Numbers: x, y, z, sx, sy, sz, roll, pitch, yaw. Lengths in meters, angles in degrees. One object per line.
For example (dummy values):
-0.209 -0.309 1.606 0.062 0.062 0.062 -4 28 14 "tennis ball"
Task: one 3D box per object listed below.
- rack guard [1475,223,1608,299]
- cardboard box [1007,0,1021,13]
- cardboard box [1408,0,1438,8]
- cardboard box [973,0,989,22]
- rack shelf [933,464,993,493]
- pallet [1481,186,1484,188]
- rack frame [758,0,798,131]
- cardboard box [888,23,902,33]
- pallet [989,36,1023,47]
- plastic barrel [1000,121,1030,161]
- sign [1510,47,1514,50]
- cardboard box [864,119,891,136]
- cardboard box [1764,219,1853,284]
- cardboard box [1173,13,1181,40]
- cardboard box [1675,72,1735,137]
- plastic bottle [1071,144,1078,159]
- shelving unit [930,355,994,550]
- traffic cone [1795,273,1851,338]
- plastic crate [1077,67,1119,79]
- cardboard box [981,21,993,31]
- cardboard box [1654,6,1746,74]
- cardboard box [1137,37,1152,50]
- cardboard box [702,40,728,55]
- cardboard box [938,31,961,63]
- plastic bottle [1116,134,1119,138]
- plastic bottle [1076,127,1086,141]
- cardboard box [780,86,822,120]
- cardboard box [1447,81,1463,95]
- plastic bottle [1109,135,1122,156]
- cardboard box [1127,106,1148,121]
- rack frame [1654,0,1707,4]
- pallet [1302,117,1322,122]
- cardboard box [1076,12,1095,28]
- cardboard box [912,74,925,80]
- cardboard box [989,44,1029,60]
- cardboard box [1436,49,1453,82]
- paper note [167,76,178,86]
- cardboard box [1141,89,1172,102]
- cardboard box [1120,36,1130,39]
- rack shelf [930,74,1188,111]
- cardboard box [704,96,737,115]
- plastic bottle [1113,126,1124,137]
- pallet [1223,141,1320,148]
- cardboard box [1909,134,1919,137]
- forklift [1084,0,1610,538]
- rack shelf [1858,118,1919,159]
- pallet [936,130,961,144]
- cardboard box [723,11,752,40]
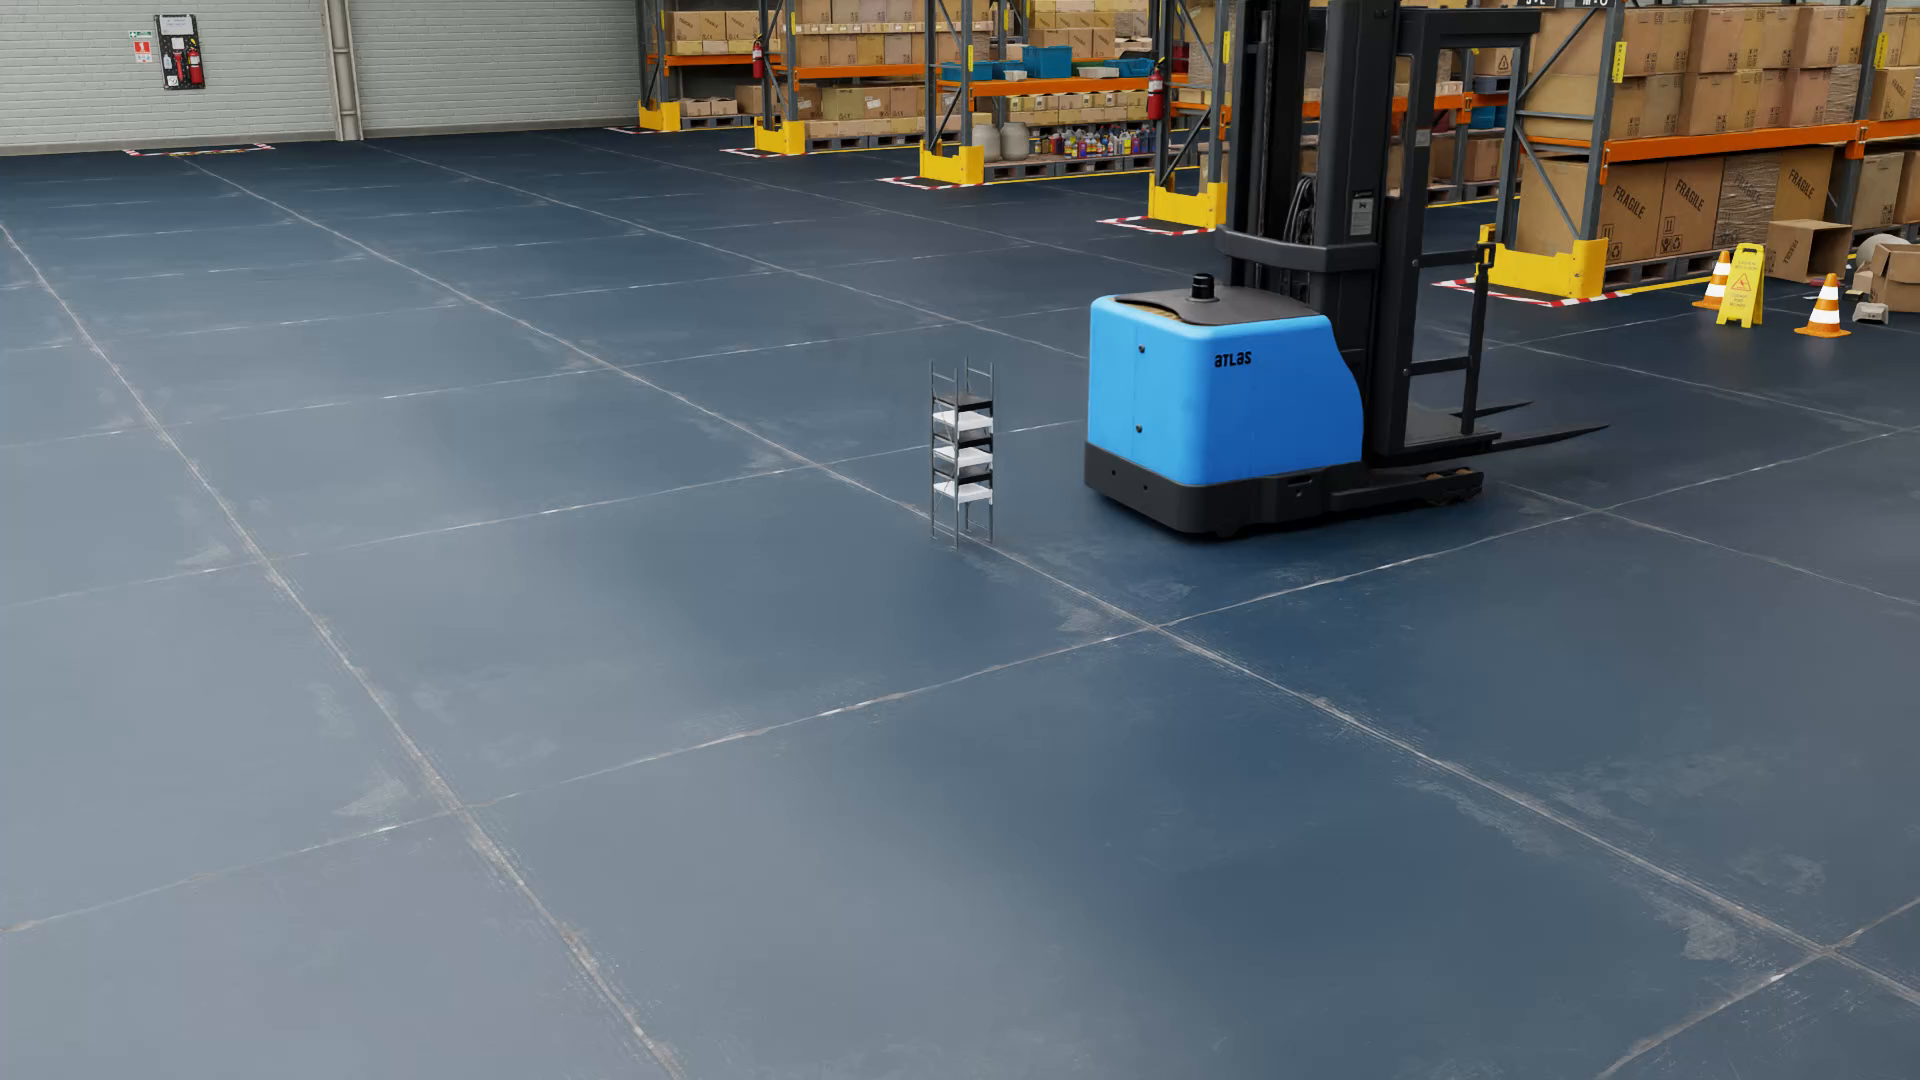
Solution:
5.189 -2.507 14.881 0.348 0.500 1.175 -12 22 -31 "rack guard"
1.311 -11.126 34.650 0.500 0.250 0.500 -11 22 -30 "cardboard box"
5.265 -6.166 19.617 0.500 0.500 0.500 -12 22 -31 "cardboard box"
0.094 -8.977 27.934 0.500 0.500 0.700 -12 22 -31 "cardboard box"
0.007 -0.311 8.144 0.200 0.077 0.258 -12 22 -31 "rack shelf"
7.576 -4.778 22.047 1.213 0.211 1.003 -12 22 -31 "pallet"
-2.879 -7.691 26.310 0.127 3.000 1.000 -12 22 -31 "rack frame"
-1.149 -8.327 27.024 0.250 0.149 0.380 -12 22 -31 "cardboard box"
0.538 -10.179 33.970 1.003 0.211 1.213 -12 22 -31 "pallet"
0.768 -5.610 23.385 0.421 0.512 0.421 0 19 0 "plastic barrel"
4.923 -4.504 14.706 0.005 0.325 0.100 -12 22 -31 "sign"
-1.476 -6.799 27.310 0.500 0.250 0.500 -12 22 -31 "cardboard box"
7.818 -2.669 15.356 0.500 0.500 0.500 -8 20 -22 "cardboard box"
4.266 -9.487 30.812 0.700 0.500 0.500 14 23 35 "cardboard box"
6.479 -4.012 15.195 0.550 0.550 0.875 -12 22 -31 "cardboard box"
1.614 -5.502 23.519 0.097 0.201 0.097 0 19 0 "plastic bottle"
0.007 -0.428 8.105 0.210 0.900 0.258 -12 22 -31 "shelving unit"
6.772 -1.846 12.981 0.334 0.463 0.336 -12 22 -31 "traffic cone"
1.966 -6.591 23.469 0.437 0.136 0.530 -12 22 -31 "plastic crate"
0.352 -8.645 27.963 0.250 0.149 0.380 -12 22 -31 "cardboard box"
6.492 -4.517 15.003 0.550 0.550 0.875 -12 22 -31 "cardboard box"
3.474 -9.005 30.337 0.500 0.311 0.500 -10 21 -28 "cardboard box"
-4.599 -9.050 30.533 0.500 0.250 0.500 -13 22 -33 "cardboard box"
-0.343 -8.268 27.862 0.500 0.500 0.700 -12 22 -32 "cardboard box"
2.295 -5.733 24.073 0.133 0.283 0.061 -12 22 -31 "plastic bottle"
1.768 -5.884 24.415 0.185 0.351 0.144 -12 22 -32 "plastic bottle"
-2.595 -7.116 27.078 0.500 0.500 0.500 -12 22 -31 "cardboard box"
5.889 -5.509 20.250 0.250 0.149 0.380 -12 22 -31 "cardboard box"
2.235 -5.679 23.925 0.135 0.276 0.152 -11 22 -30 "plastic bottle"
3.068 -7.747 30.113 0.500 0.250 0.500 -12 22 -32 "cardboard box"
13.205 -9.183 30.725 0.127 3.000 1.000 -12 22 -31 "rack frame"
6.484 -8.330 32.555 1.213 0.211 1.003 -12 22 -31 "pallet"
2.479 -10.816 34.902 0.500 0.500 0.500 -12 22 -32 "cardboard box"
-0.862 -9.404 33.424 0.500 0.250 0.500 -13 22 -33 "cardboard box"
0.849 -8.423 28.709 0.500 0.250 0.500 -10 21 -28 "cardboard box"
5.497 -5.870 20.305 0.500 0.500 0.875 -12 22 -31 "cardboard box"
-12.780 -7.458 26.996 0.142 0.148 0.016 -12 22 -31 "paper note"
3.500 -8.104 30.293 0.500 0.311 0.500 -11 22 -30 "cardboard box"
3.421 -10.712 35.608 0.250 0.149 0.380 -12 22 -31 "cardboard box"
1.512 -6.377 23.546 4.000 0.370 1.077 -12 22 -31 "rack shelf"
-4.503 -8.148 31.174 0.500 0.311 0.500 -10 21 -27 "cardboard box"
2.360 -5.953 24.620 0.185 0.351 0.144 -12 22 -31 "plastic bottle"
4.837 -6.114 25.999 1.213 0.211 1.003 -12 22 -31 "pallet"
11.333 -4.155 18.708 0.750 0.750 1.050 -12 22 -32 "cardboard box"
2.215 -1.710 8.725 3.031 2.935 1.130 -9 21 -25 "forklift"
10.221 -4.412 17.734 4.000 0.370 1.077 -12 22 -31 "rack shelf"
-0.226 -6.945 28.459 1.213 0.211 1.003 -12 22 -31 "pallet"
-4.189 -9.486 30.653 0.500 0.500 0.500 -13 22 -33 "cardboard box"
